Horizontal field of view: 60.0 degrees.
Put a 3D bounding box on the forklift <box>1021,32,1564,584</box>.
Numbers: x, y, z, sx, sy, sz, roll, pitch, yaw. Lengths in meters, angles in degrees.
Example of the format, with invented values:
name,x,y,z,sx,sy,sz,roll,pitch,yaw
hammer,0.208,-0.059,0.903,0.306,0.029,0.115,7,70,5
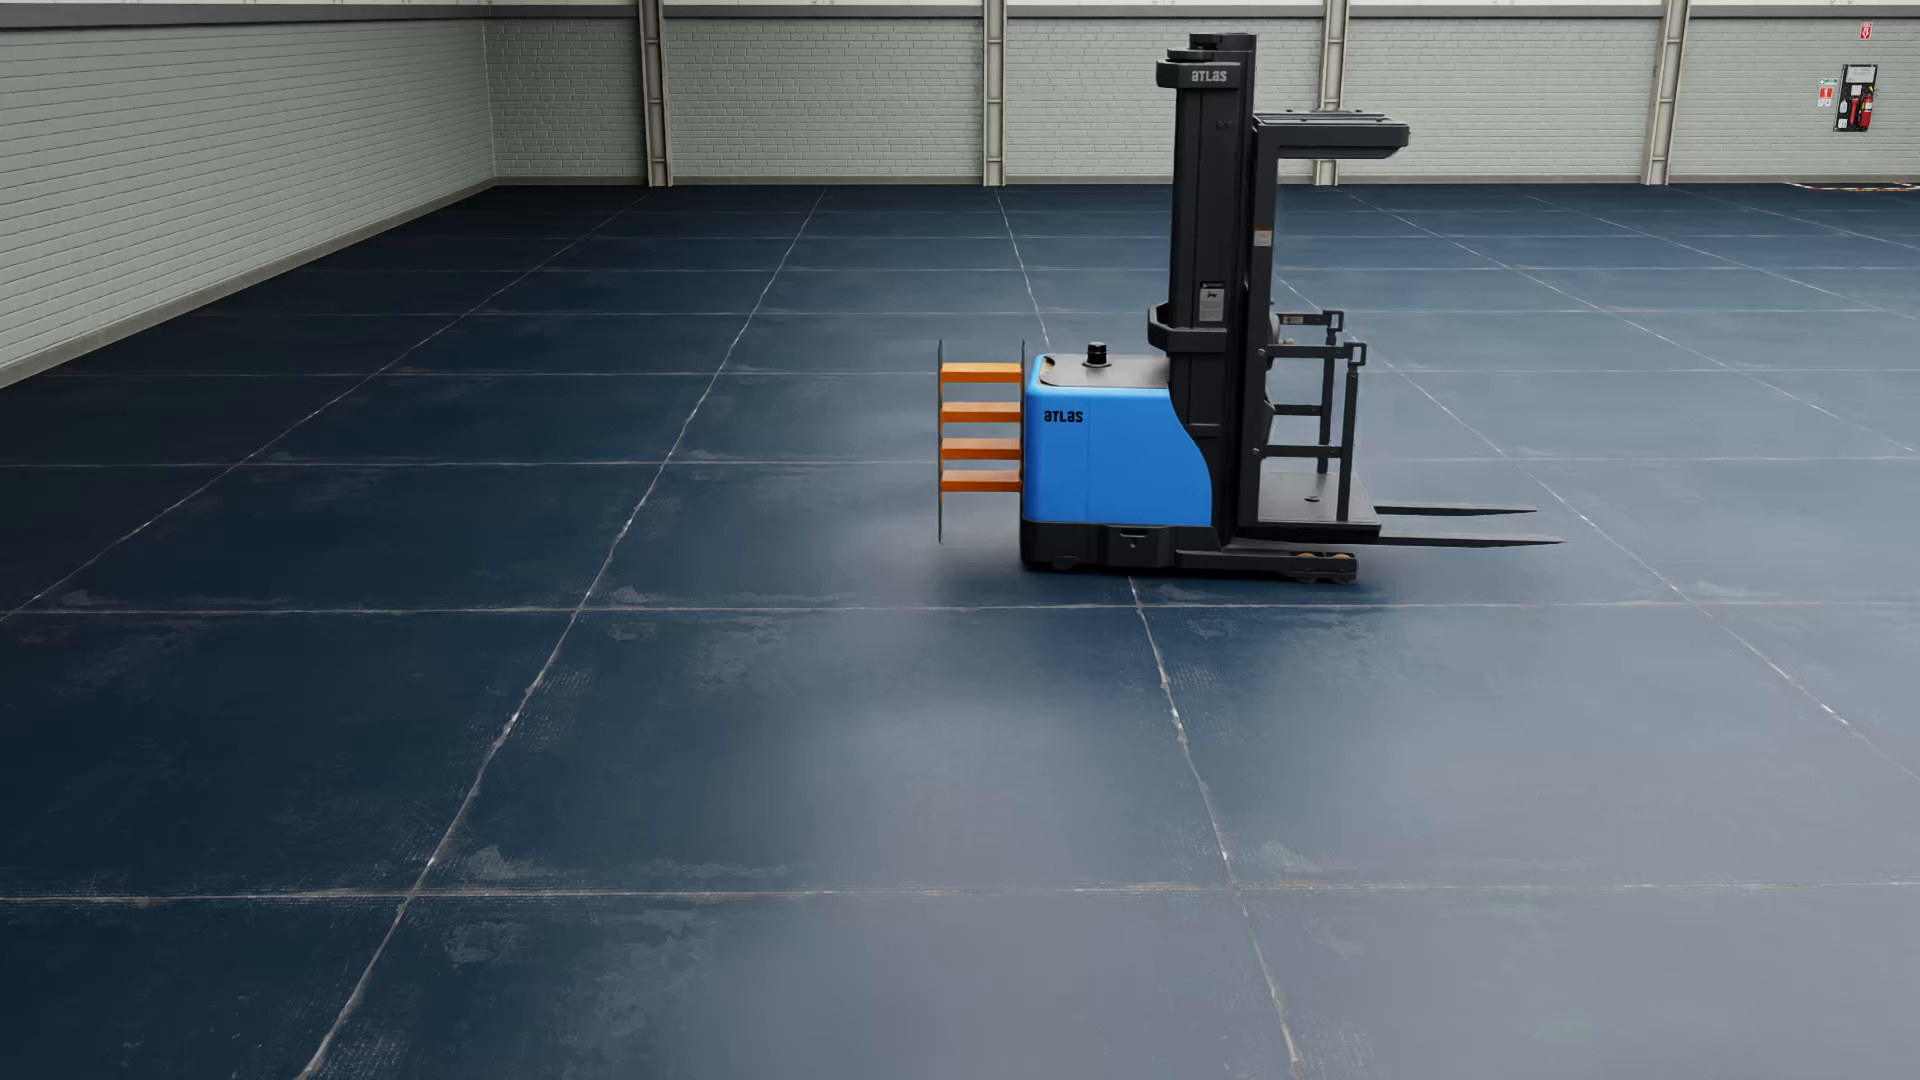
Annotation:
name,x,y,z,sx,sy,sz,roll,pitch,yaw
forklift,1.898,-1.319,9.361,3.031,2.935,1.130,2,18,5

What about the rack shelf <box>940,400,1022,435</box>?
name,x,y,z,sx,sy,sz,roll,pitch,yaw
rack shelf,0.127,-0.725,9.831,0.480,0.148,0.258,0,18,1

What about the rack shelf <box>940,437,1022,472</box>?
name,x,y,z,sx,sy,sz,roll,pitch,yaw
rack shelf,0.127,-0.512,9.900,0.480,0.148,0.258,0,18,1

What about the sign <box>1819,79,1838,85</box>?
name,x,y,z,sx,sy,sz,roll,pitch,yaw
sign,15.589,-8.228,29.860,0.331,0.109,0.001,0,18,-1

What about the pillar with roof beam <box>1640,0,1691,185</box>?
name,x,y,z,sx,sy,sz,roll,pitch,yaw
pillar with roof beam,12.679,-9.445,24.760,0.400,9.000,9.100,0,18,-1

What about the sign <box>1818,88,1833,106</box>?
name,x,y,z,sx,sy,sz,roll,pitch,yaw
sign,15.585,-7.978,29.949,0.234,0.329,0.001,0,18,-1

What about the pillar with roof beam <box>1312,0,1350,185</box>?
name,x,y,z,sx,sy,sz,roll,pitch,yaw
pillar with roof beam,6.680,-9.417,24.670,0.400,9.000,9.100,0,18,-1

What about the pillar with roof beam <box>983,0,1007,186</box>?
name,x,y,z,sx,sy,sz,roll,pitch,yaw
pillar with roof beam,0.681,-9.388,24.580,0.400,9.000,9.100,0,18,-1

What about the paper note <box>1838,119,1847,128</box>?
name,x,y,z,sx,sy,sz,roll,pitch,yaw
paper note,15.961,-7.533,30.062,0.142,0.148,0.016,0,18,-1

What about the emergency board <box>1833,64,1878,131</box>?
name,x,y,z,sx,sy,sz,roll,pitch,yaw
emergency board,16.139,-7.932,29.865,0.643,1.169,0.194,0,18,-1

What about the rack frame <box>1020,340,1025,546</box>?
name,x,y,z,sx,sy,sz,roll,pitch,yaw
rack frame,0.370,-0.574,9.873,0.015,1.200,0.240,0,18,1

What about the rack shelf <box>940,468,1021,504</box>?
name,x,y,z,sx,sy,sz,roll,pitch,yaw
rack shelf,0.127,-0.323,9.960,0.480,0.148,0.258,0,18,1

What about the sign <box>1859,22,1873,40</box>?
name,x,y,z,sx,sy,sz,roll,pitch,yaw
sign,16.129,-9.067,29.605,0.199,0.298,0.001,0,18,-1

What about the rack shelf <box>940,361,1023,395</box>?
name,x,y,z,sx,sy,sz,roll,pitch,yaw
rack shelf,0.127,-0.950,9.759,0.480,0.148,0.258,0,18,1

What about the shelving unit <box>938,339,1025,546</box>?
name,x,y,z,sx,sy,sz,roll,pitch,yaw
shelving unit,0.127,-0.576,9.879,0.503,1.200,0.258,0,18,1

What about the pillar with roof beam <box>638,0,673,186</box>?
name,x,y,z,sx,sy,sz,roll,pitch,yaw
pillar with roof beam,-5.319,-9.359,24.490,0.400,9.000,9.100,0,18,-1

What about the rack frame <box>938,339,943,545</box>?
name,x,y,z,sx,sy,sz,roll,pitch,yaw
rack frame,-0.117,-0.578,9.885,0.015,1.200,0.240,0,18,1
